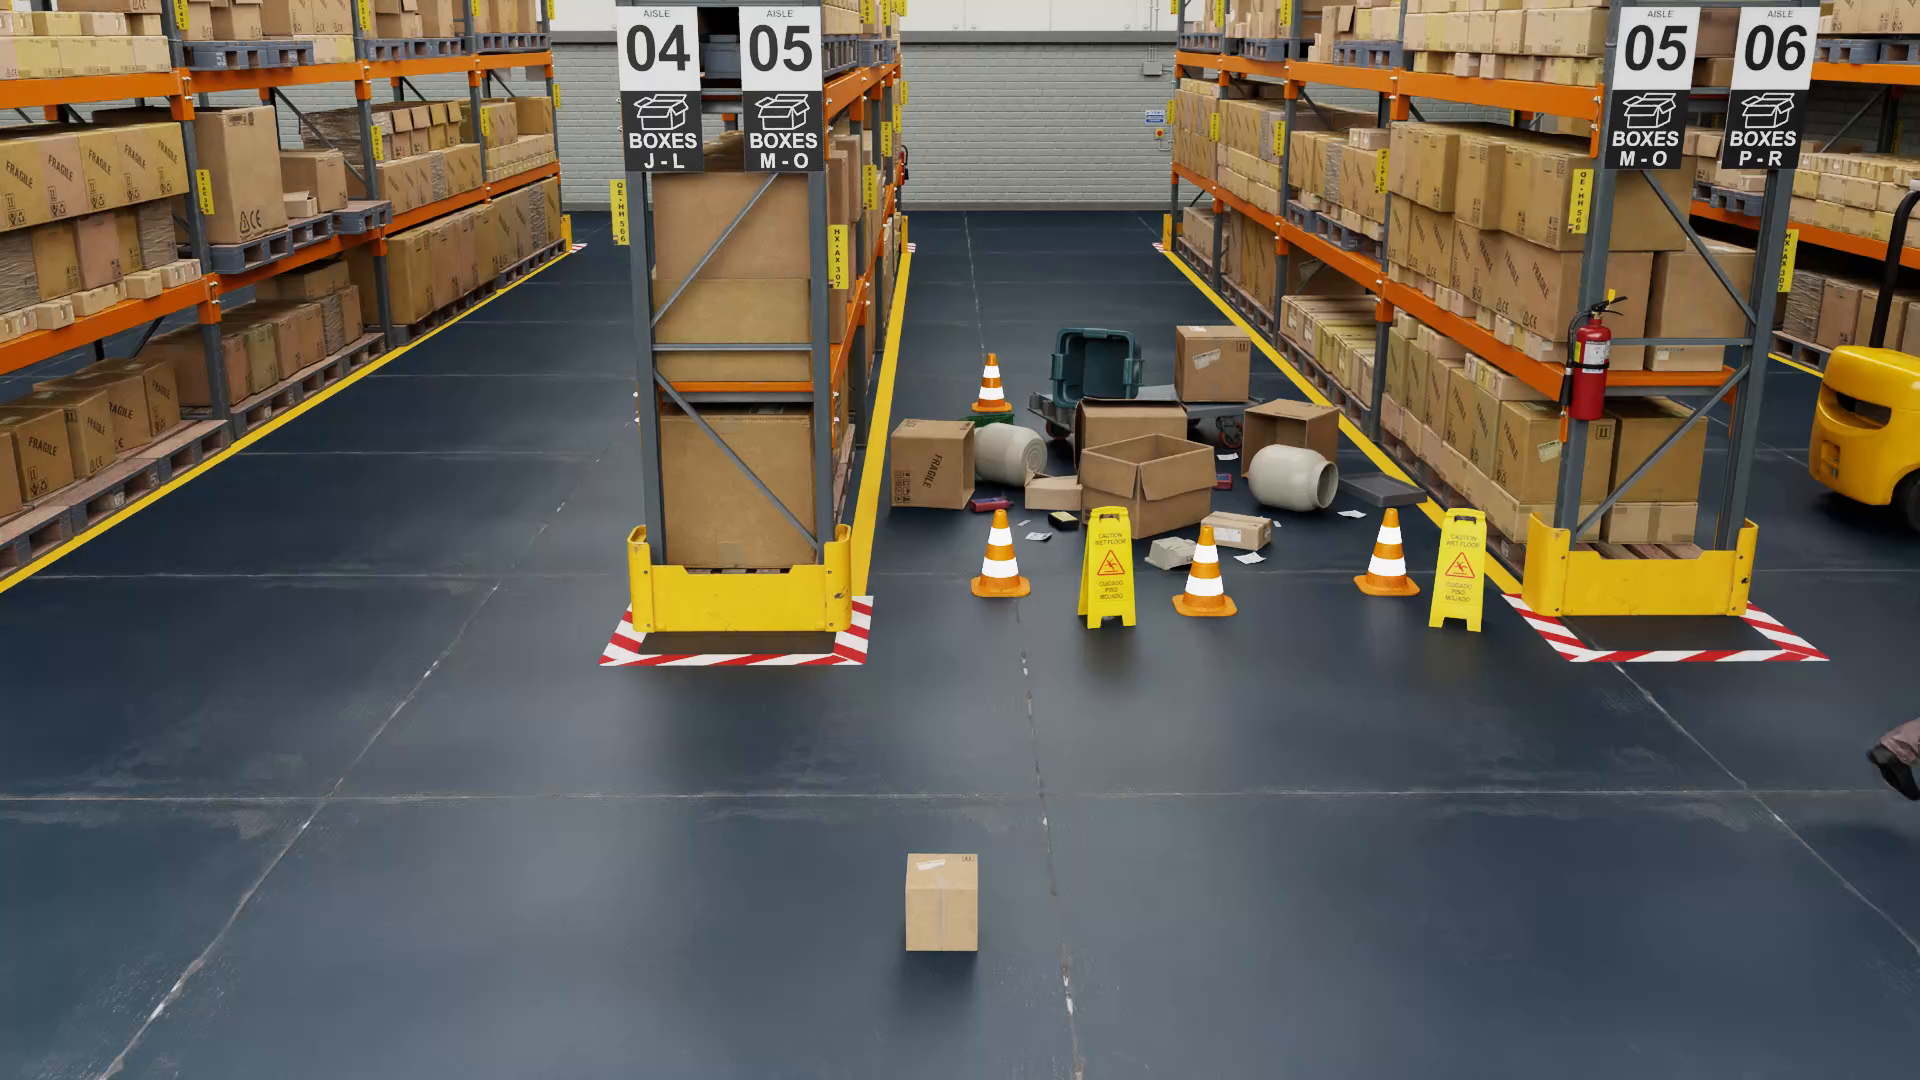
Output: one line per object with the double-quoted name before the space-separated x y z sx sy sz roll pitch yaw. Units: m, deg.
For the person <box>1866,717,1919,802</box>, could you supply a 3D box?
"person" 4.056 0.343 6.445 0.789 1.696 0.543 0 17 0
